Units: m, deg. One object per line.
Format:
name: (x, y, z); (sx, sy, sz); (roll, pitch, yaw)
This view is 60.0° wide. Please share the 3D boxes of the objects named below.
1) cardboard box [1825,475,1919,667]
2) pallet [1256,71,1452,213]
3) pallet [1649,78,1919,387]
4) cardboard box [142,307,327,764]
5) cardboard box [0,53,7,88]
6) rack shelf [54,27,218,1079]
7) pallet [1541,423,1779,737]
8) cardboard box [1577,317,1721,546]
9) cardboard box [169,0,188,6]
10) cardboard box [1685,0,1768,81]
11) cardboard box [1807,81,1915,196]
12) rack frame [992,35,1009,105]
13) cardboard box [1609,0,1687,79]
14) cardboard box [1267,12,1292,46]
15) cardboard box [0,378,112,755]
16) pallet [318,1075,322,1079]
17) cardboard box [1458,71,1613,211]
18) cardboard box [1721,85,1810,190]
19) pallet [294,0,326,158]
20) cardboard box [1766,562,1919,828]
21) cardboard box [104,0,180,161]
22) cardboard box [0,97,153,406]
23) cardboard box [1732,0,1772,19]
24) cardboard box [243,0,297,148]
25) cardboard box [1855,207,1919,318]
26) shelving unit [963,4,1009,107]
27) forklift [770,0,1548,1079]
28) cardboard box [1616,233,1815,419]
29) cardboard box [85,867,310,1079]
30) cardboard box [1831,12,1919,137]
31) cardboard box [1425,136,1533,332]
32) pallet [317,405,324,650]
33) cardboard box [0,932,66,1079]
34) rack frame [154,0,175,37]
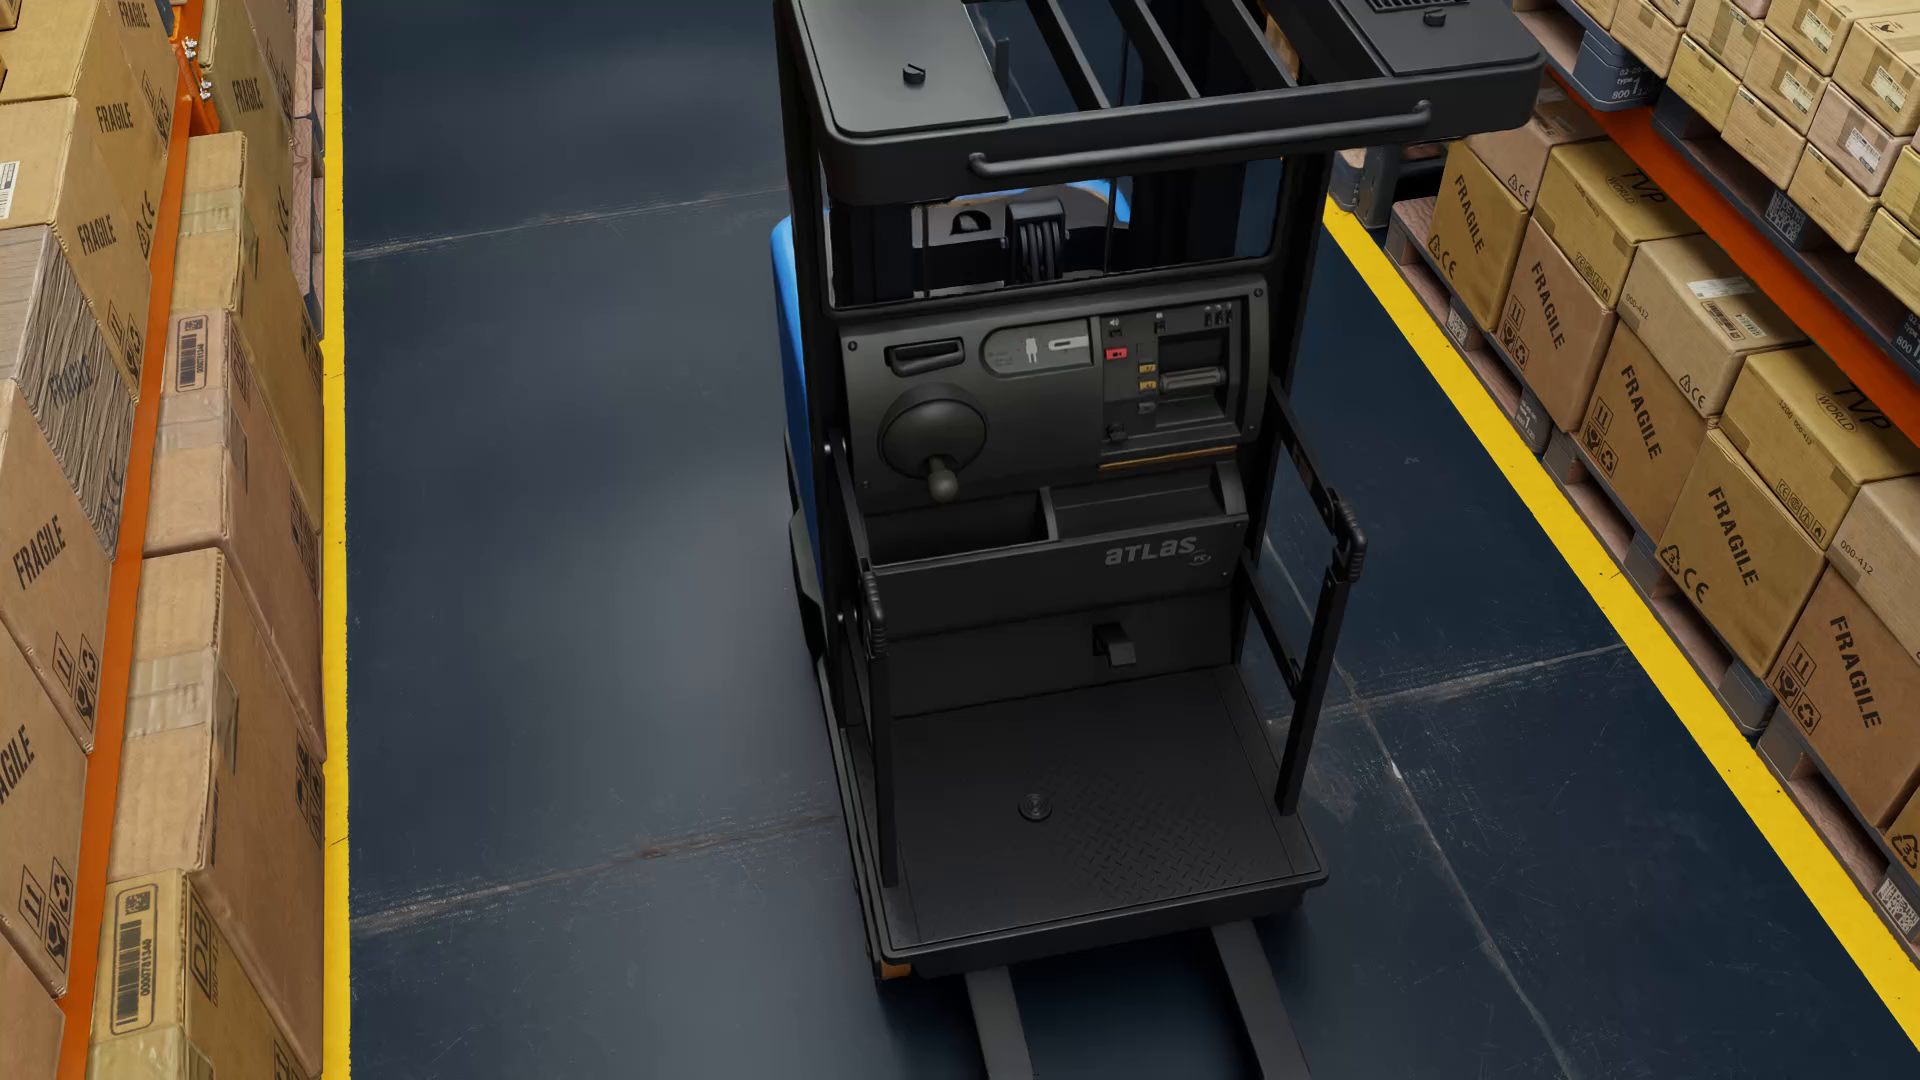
cardboard box: (2.490, 0.083, 4.000); (0.500, 0.250, 0.500); (-10, 46, -10)
pallet: (1.828, -1.855, 6.920); (1.003, 0.211, 1.213); (-11, 47, -10)
pallet: (2.512, -0.904, 4.170); (1.003, 0.211, 1.213); (-11, 47, -10)
cardboard box: (-2.373, 0.115, 4.231); (1.225, 0.875, 0.875); (-12, 47, -12)
cardboard box: (-2.450, -1.007, 3.365); (0.797, 0.503, 0.637); (-10, 46, -10)
rack shelf: (-2.274, 0.096, 3.559); (1.077, 0.370, 4.000); (-11, 47, -10)
pallet: (2.551, -0.017, 5.118); (1.003, 0.211, 1.213); (-11, 47, -10)
cardboard box: (2.252, -0.363, 4.962); (0.500, 0.500, 0.500); (-10, 46, -10)
cardboard box: (-2.540, -1.714, 5.005); (0.380, 0.149, 0.250); (-11, 47, -10)
cardboard box: (2.031, -1.276, 4.074); (0.380, 0.149, 0.250); (-11, 47, -11)
cardboard box: (2.160, -0.923, 3.728); (0.380, 0.149, 0.250); (-10, 46, -9)
rack frame: (-0.067, -0.799, 4.983); (0.400, 1.500, 0.023); (-9, 46, -8)
cardboard box: (1.956, -1.364, 4.368); (0.380, 0.149, 0.250); (-13, 47, -12)
cardboard box: (1.480, -2.153, 6.753); (0.380, 0.149, 0.250); (-12, 47, -12)
cardboard box: (-1.892, 0.096, 2.986); (0.500, 0.500, 0.500); (-11, 47, -11)
pallet: (-1.891, 1.643, 3.492); (1.003, 0.211, 1.213); (-11, 47, -10)
cardboard box: (1.968, -1.350, 5.404); (0.500, 0.250, 0.500); (-13, 47, -12)
cardboard box: (2.092, -1.002, 4.013); (0.380, 0.149, 0.250); (-13, 47, -12)
pallet: (-3.221, -1.944, 7.007); (1.003, 0.211, 1.213); (-11, 47, -10)
cardboard box: (2.508, 0.350, 4.263); (0.500, 0.500, 0.500); (-9, 46, -9)
cardboard box: (-2.402, -1.299, 4.352); (0.500, 0.500, 0.500); (-11, 47, -10)
cardboard box: (-2.142, -0.596, 3.664); (0.500, 0.500, 0.500); (-11, 47, -11)
cardboard box: (2.023, -1.392, 3.980); (0.380, 0.149, 0.250); (-9, 46, -9)
cardboard box: (-3.108, -2.032, 6.334); (0.875, 0.875, 0.875); (-11, 47, -10)
cardboard box: (2.229, -0.635, 3.654); (0.380, 0.149, 0.250); (-13, 47, -12)
shelving unit: (-0.142, -1.055, 5.234); (0.431, 1.500, 0.755); (-9, 46, -8)
forklift: (0.260, -0.228, 3.421); (1.130, 2.935, 3.031); (-9, 46, -8)
cardboard box: (2.233, -0.630, 4.698); (0.500, 0.250, 0.500); (-9, 46, -9)
cardboard box: (-1.919, 1.341, 3.029); (1.225, 0.875, 0.875); (-13, 47, -12)
cardboard box: (2.161, -1.027, 3.622); (0.380, 0.149, 0.250); (-9, 46, -8)
cardboard box: (1.967, -1.087, 5.671); (0.500, 0.500, 0.500); (-9, 46, -9)
pallet: (-2.516, -0.042, 5.143); (1.003, 0.211, 1.213); (-11, 47, -10)
cardboard box: (-1.623, 0.805, 2.291); (0.500, 0.500, 0.500); (-9, 46, -9)
rack frame: (-2.786, -1.537, 4.656); (1.000, 3.000, 0.127); (-11, 47, -10)
